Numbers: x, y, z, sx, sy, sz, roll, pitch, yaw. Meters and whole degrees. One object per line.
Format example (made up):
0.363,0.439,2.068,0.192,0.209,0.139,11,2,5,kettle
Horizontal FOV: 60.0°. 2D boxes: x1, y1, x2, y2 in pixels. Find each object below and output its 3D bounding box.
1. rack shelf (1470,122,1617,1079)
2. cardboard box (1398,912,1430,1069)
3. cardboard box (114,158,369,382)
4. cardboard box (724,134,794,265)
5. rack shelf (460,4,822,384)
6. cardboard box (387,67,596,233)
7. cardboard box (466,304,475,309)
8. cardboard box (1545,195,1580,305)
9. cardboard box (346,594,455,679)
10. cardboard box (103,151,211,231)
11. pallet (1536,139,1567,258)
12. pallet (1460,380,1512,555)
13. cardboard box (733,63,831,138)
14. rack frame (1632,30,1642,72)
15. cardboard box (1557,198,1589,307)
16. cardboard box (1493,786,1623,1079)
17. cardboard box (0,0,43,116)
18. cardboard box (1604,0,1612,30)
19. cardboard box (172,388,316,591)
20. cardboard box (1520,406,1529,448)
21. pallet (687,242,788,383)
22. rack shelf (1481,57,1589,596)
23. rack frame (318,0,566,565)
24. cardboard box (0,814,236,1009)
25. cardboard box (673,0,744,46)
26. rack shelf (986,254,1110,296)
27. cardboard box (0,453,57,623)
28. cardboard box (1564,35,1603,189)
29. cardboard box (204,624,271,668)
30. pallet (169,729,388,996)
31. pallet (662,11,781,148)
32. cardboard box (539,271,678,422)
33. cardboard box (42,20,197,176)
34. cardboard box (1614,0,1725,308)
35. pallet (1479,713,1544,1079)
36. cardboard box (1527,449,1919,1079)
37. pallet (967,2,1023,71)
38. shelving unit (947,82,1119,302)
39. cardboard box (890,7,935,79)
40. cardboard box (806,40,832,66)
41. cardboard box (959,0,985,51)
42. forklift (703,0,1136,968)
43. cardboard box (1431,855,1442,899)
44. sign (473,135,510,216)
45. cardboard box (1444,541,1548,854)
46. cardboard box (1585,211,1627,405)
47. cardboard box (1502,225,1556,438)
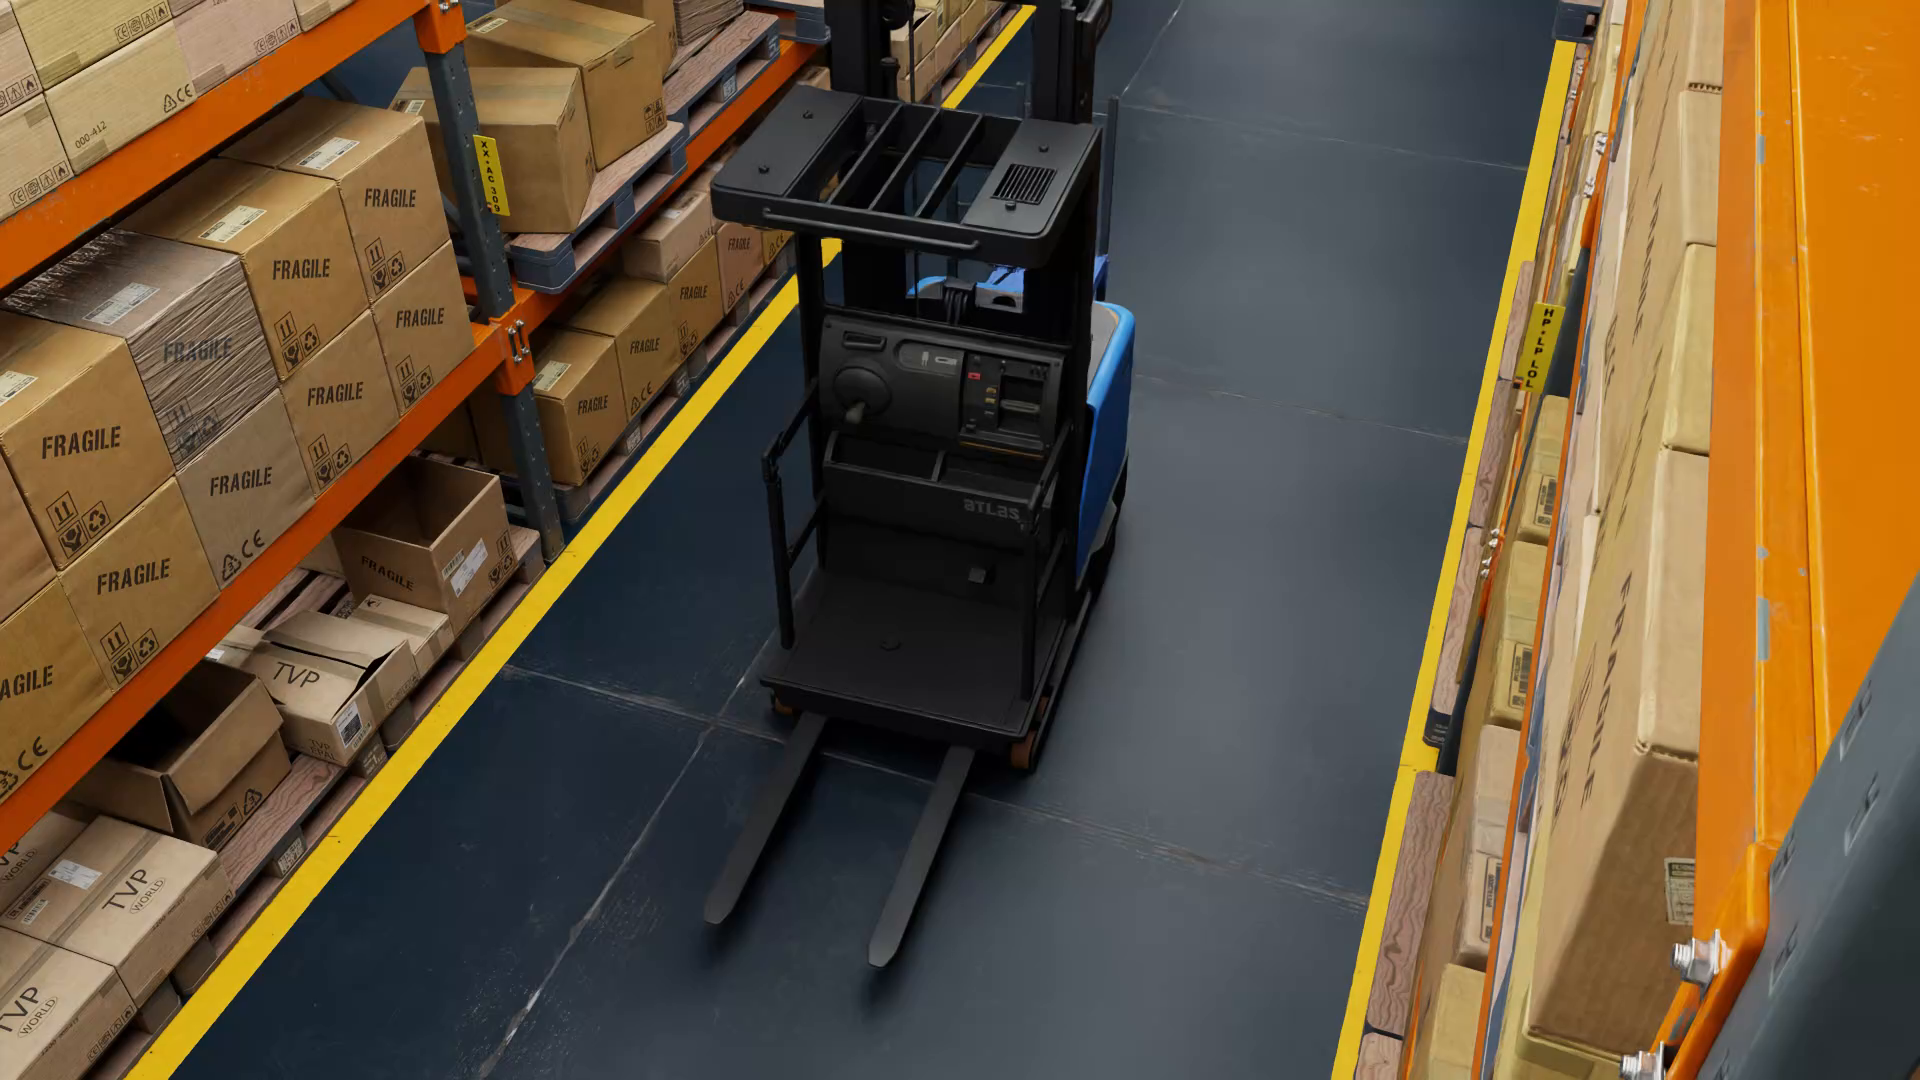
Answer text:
1.667,0.272,3.317,1.077,0.370,4.000,13,42,15,rack shelf
1.824,1.449,5.296,0.700,0.500,0.500,13,42,15,cardboard box
-2.408,-0.917,5.620,0.500,0.500,0.500,13,42,14,cardboard box
-1.214,-1.896,9.202,0.500,0.500,0.500,12,42,14,cardboard box
-1.622,-2.124,8.436,1.077,0.370,4.000,13,42,15,rack shelf
-1.933,-1.615,6.885,0.700,0.500,0.500,0,40,0,cardboard box
-2.229,-1.059,8.220,0.500,0.500,0.500,13,42,15,cardboard box
2.437,-0.890,6.115,0.500,0.500,0.500,14,42,15,cardboard box
-2.306,0.392,6.791,0.380,0.149,0.250,13,42,15,cardboard box
-2.907,-1.057,5.784,0.500,0.500,0.500,12,42,14,cardboard box
3.987,-1.936,9.810,1.003,0.211,1.213,13,42,15,pallet
2.959,-0.254,7.839,1.003,0.211,1.213,13,42,15,pallet
-1.052,-2.461,9.287,0.500,0.250,0.500,15,43,17,cardboard box
2.351,-2.363,3.540,1.000,3.000,0.127,13,42,15,rack frame
2.270,-0.866,5.509,0.500,0.250,0.500,14,43,16,cardboard box
0.984,0.572,2.127,0.500,0.250,0.500,15,43,16,cardboard box
-2.736,-1.182,4.197,0.500,0.250,0.500,13,42,15,cardboard box
3.138,-2.417,7.326,0.500,0.250,0.500,13,42,14,cardboard box
-2.584,-0.226,5.580,0.500,0.500,0.500,14,42,16,cardboard box
2.265,-0.421,6.064,0.380,0.149,0.250,14,42,16,cardboard box
-1.647,-1.368,9.145,1.003,0.211,1.213,13,42,15,pallet
3.035,-1.027,7.150,1.077,0.370,4.000,13,42,15,rack shelf
-2.305,-1.178,6.773,1.000,3.000,0.127,13,42,15,rack frame
-2.879,1.262,5.693,0.500,0.250,0.500,13,42,15,cardboard box
-1.539,-2.891,8.380,0.700,0.500,0.500,21,45,23,cardboard box
0.346,-1.116,8.133,0.538,0.185,1.000,12,42,14,rack shelf
-2.926,0.007,4.537,0.500,0.500,0.500,14,42,16,cardboard box
2.954,-1.820,7.204,0.500,0.500,0.500,13,42,15,cardboard box
-2.939,0.470,6.685,0.380,0.166,0.250,13,42,15,cardboard box
-2.957,1.048,6.312,1.003,0.211,1.213,13,42,15,pallet
-1.598,-2.357,8.304,1.003,0.211,1.213,13,42,15,pallet
-1.739,-0.963,8.108,0.500,0.500,0.500,14,42,16,cardboard box
-2.566,-1.297,4.717,0.500,0.250,0.500,13,42,15,cardboard box
1.510,-0.658,2.990,0.500,0.500,0.500,14,42,15,cardboard box
1.227,0.797,2.216,1.003,0.211,1.213,13,42,15,pallet
0.977,0.285,1.885,0.500,0.500,0.500,13,42,15,cardboard box
-0.201,-3.792,11.985,1.003,0.211,1.213,13,42,15,pallet
0.346,-1.253,8.017,0.538,1.500,1.048,12,42,14,shelving unit
-0.483,-3.199,10.505,0.500,0.311,0.500,15,43,17,cardboard box
-0.990,-3.319,10.645,0.500,0.311,0.500,14,43,16,cardboard box
-0.139,-3.611,11.420,0.500,0.250,0.500,12,42,14,cardboard box
-0.138,-0.493,6.024,1.130,2.935,3.031,11,42,13,forklift
1.710,1.065,5.246,0.380,0.149,0.250,15,43,17,cardboard box
-1.793,-1.391,6.356,0.100,0.325,0.005,13,42,15,sign
1.895,0.576,4.486,0.980,0.700,0.700,12,42,14,cardboard box
1.511,-0.377,3.239,0.500,0.250,0.500,12,42,14,cardboard box
3.038,-0.910,7.792,0.750,0.750,0.750,13,42,15,cardboard box
